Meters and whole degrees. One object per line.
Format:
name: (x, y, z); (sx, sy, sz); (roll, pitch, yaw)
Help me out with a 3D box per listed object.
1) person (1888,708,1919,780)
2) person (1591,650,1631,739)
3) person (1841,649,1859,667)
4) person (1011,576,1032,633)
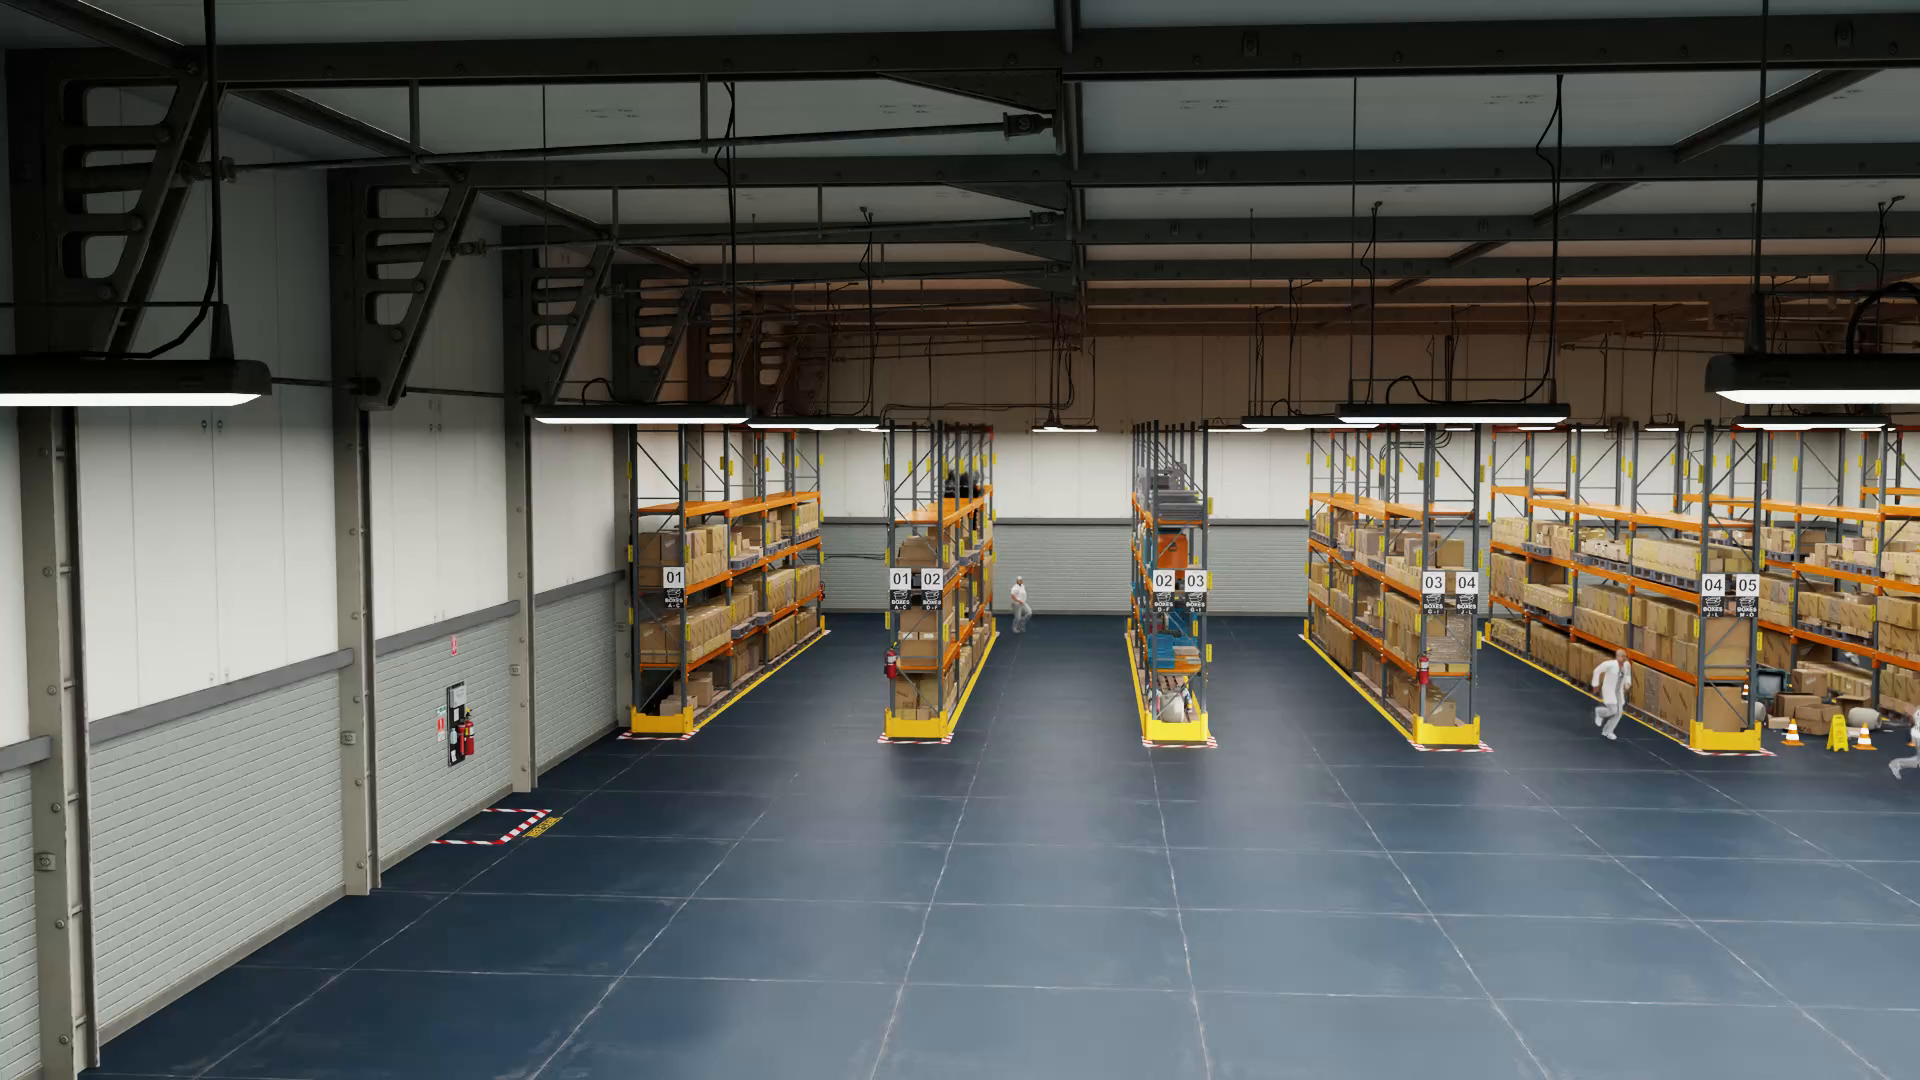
person: (15.416, 3.196, 26.737); (0.665, 1.771, 0.917); (-3, 5, -39)
person: (12.332, 2.895, 31.438); (0.696, 1.703, 0.785); (-1, 4, -20)
person: (21.297, 2.345, 39.636); (0.654, 1.744, 0.532); (0, 4, 4)
person: (1.750, 1.868, 48.029); (0.623, 1.645, 0.618); (-3, 5, -44)
